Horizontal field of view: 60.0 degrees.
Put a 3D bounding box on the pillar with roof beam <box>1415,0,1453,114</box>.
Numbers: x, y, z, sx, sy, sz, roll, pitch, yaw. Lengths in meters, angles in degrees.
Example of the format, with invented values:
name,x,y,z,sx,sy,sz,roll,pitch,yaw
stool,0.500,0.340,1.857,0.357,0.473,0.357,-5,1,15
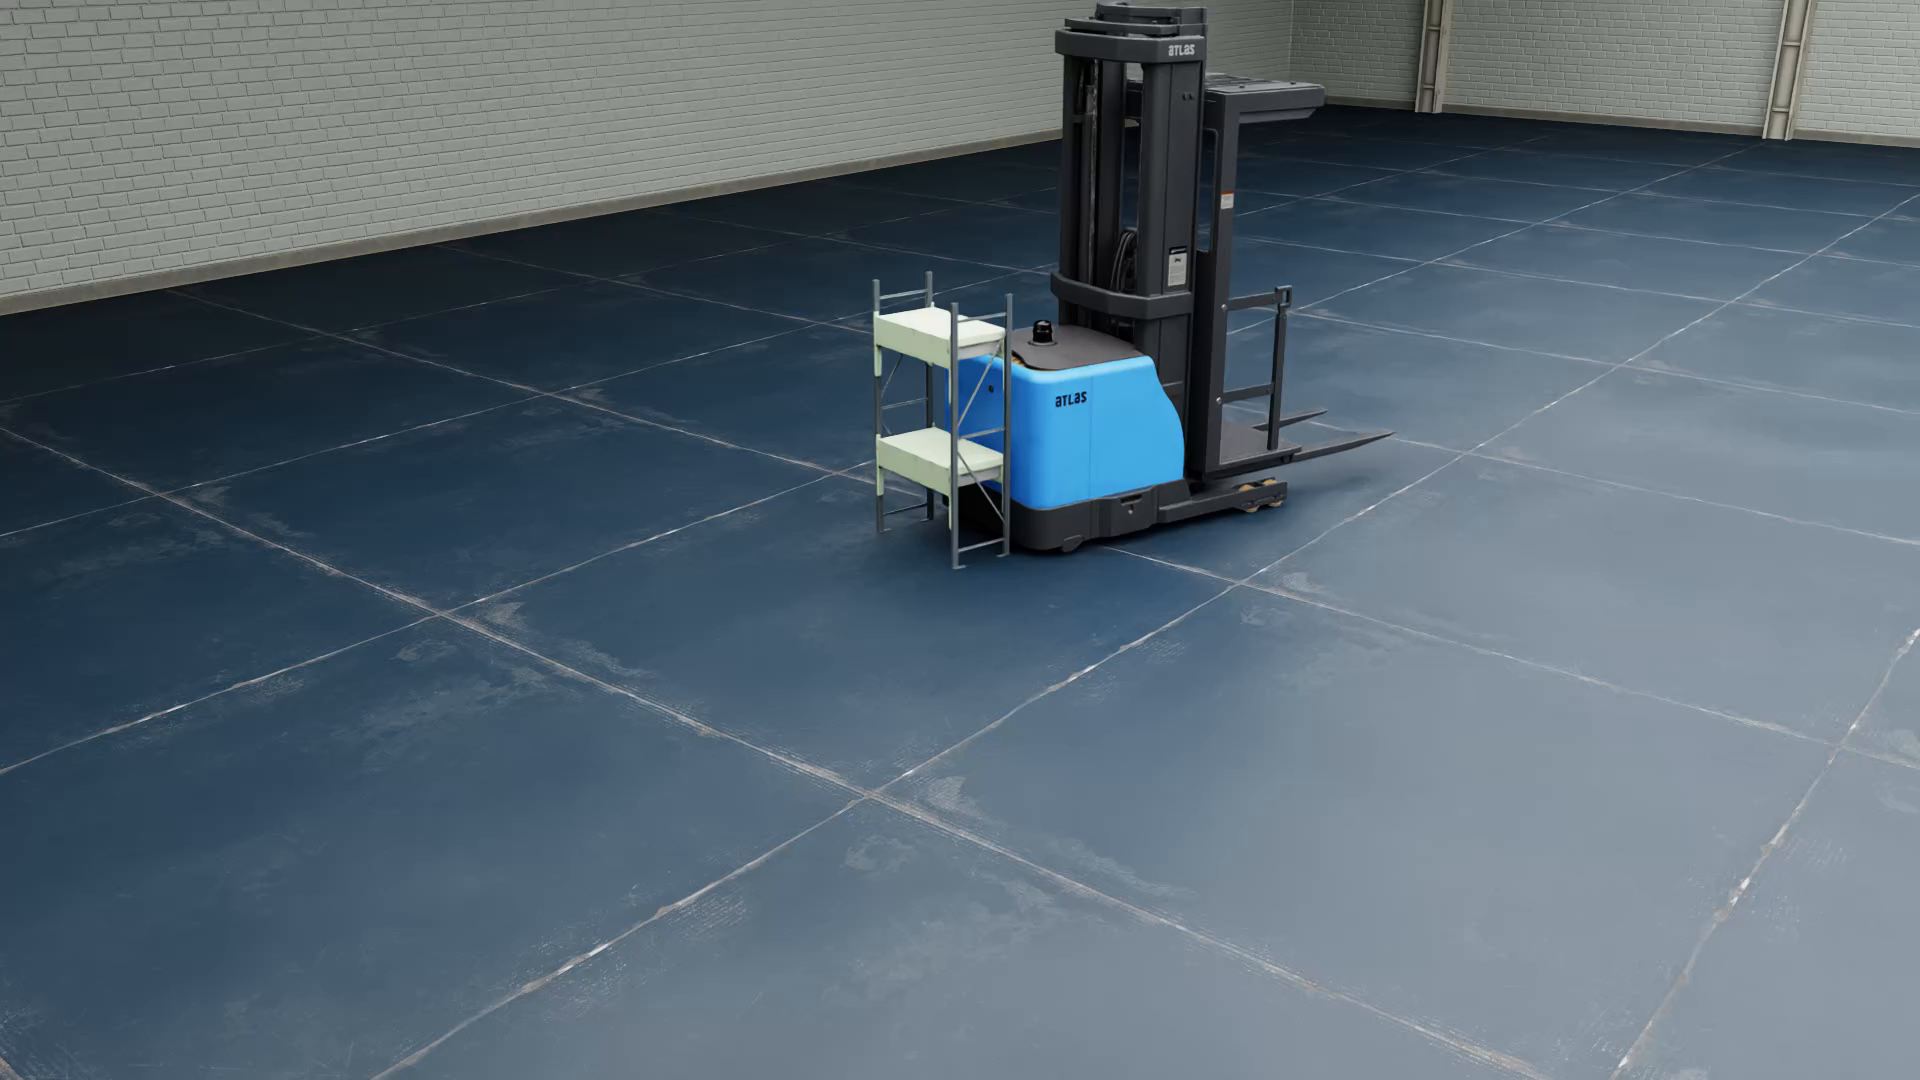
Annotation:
name,x,y,z,sx,sy,sz,roll,pitch,yaw
pillar with roof beam,5.853,-10.870,25.741,0.400,9.000,9.100,16,26,36

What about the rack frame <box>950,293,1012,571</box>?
name,x,y,z,sx,sy,sz,roll,pitch,yaw
rack frame,0.115,-0.577,9.073,0.400,1.500,0.023,-15,25,-34

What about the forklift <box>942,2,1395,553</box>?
name,x,y,z,sx,sy,sz,roll,pitch,yaw
forklift,1.407,-1.679,9.968,3.031,2.935,1.130,-13,24,-31

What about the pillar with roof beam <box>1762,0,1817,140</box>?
name,x,y,z,sx,sy,sz,roll,pitch,yaw
pillar with roof beam,10.501,-9.532,22.191,0.400,9.000,9.100,16,26,36

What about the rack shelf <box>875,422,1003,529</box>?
name,x,y,z,sx,sy,sz,roll,pitch,yaw
rack shelf,-0.104,-0.376,9.462,0.431,0.370,0.720,-15,25,-34

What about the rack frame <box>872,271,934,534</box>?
name,x,y,z,sx,sy,sz,roll,pitch,yaw
rack frame,-0.323,-0.784,9.622,0.400,1.500,0.023,-15,25,-34

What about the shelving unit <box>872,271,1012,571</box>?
name,x,y,z,sx,sy,sz,roll,pitch,yaw
shelving unit,-0.104,-0.681,9.347,0.431,1.500,0.755,-15,25,-34

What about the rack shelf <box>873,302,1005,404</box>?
name,x,y,z,sx,sy,sz,roll,pitch,yaw
rack shelf,-0.104,-1.046,9.210,0.431,0.370,0.720,-15,25,-34
